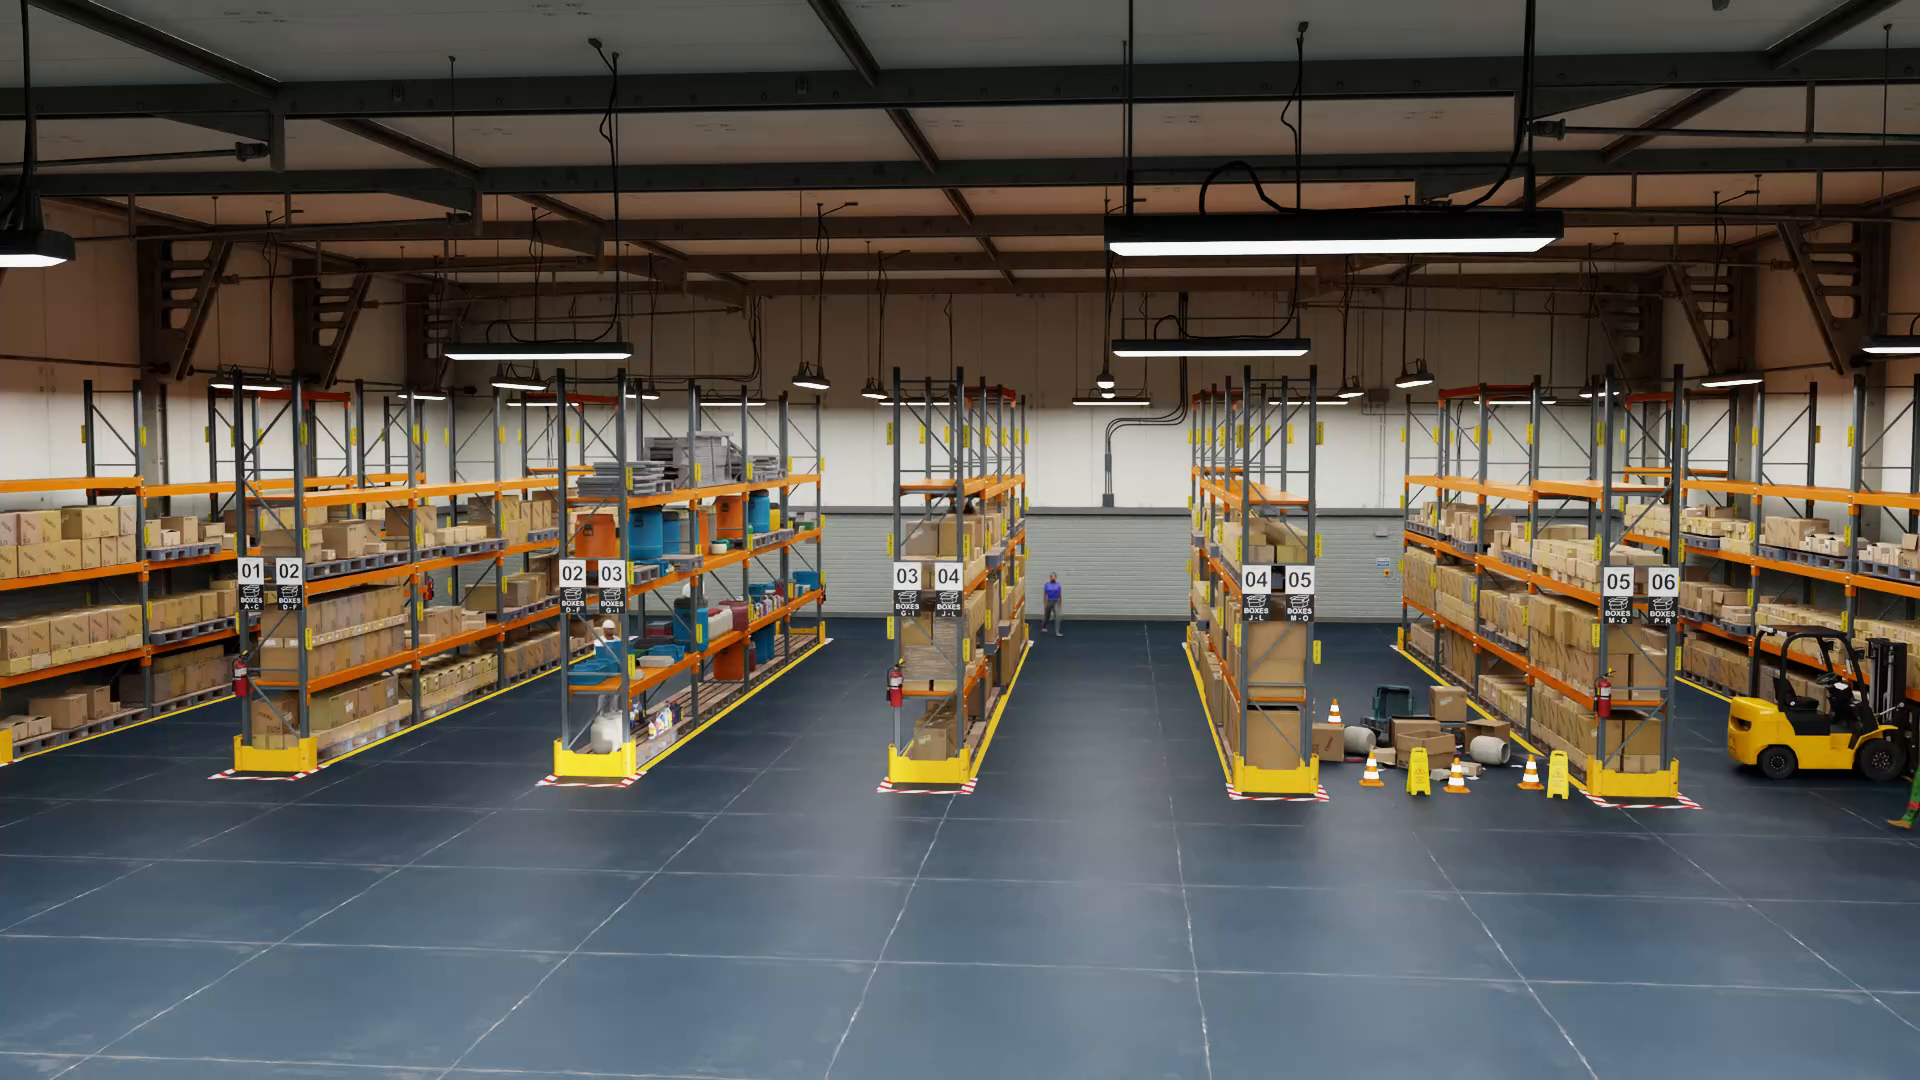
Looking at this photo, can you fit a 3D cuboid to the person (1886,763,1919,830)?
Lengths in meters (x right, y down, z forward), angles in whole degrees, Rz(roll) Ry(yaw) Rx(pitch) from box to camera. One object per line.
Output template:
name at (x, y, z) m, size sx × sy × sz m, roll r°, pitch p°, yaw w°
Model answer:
person at (12.388, 2.823, 21.058) m, size 1.088 × 1.748 × 0.494 m, roll -1°, pitch 4°, yaw -11°

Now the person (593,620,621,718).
person at (-6.181, 2.326, 29.423) m, size 0.420 × 1.823 × 0.601 m, roll 4°, pitch 5°, yaw 45°

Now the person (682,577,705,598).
person at (-6.431, 1.629, 40.167) m, size 0.650 × 1.719 × 1.039 m, roll 1°, pitch 4°, yaw 10°

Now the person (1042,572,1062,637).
person at (2.311, 1.607, 41.651) m, size 0.515 × 1.607 × 0.930 m, roll -1°, pitch 4°, yaw -12°
